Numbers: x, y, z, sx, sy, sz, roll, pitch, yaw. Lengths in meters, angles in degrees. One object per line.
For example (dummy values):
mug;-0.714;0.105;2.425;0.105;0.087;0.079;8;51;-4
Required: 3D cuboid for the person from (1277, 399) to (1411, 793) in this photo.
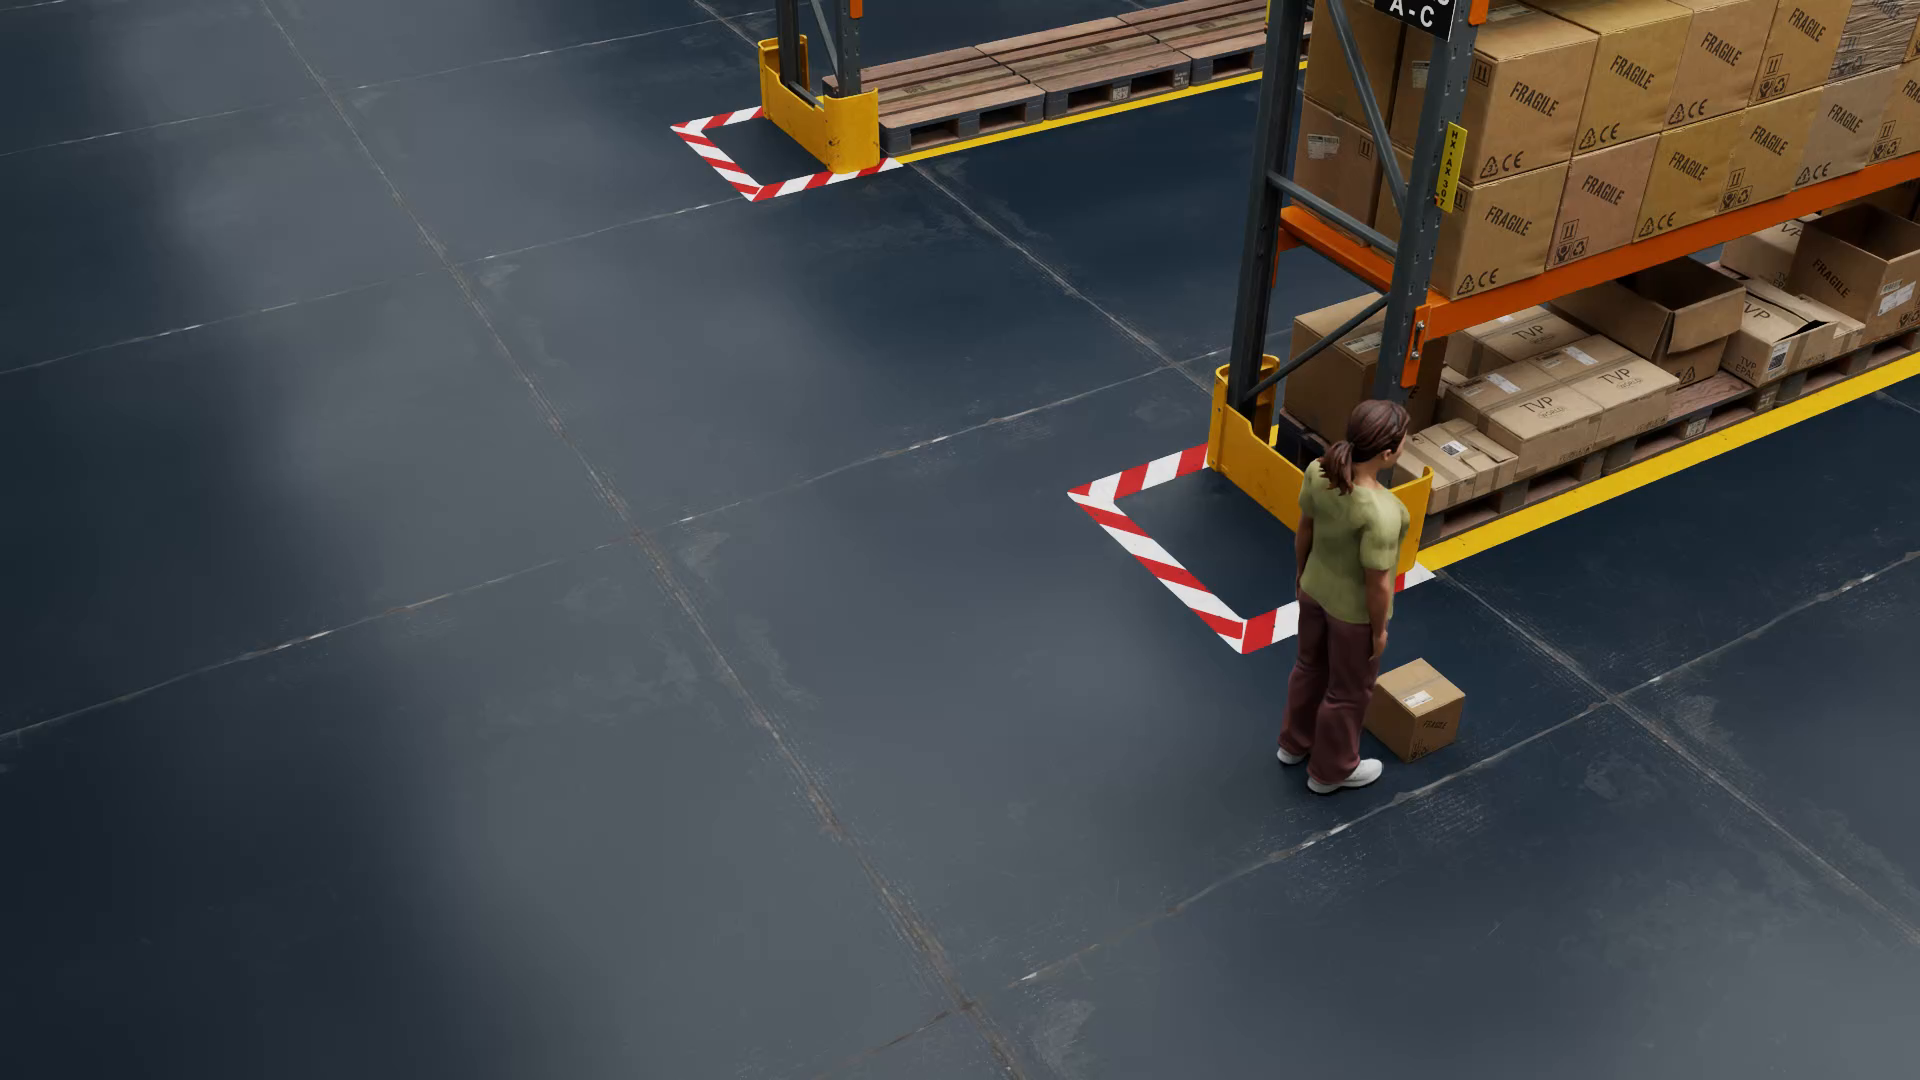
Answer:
person;1.365;0.226;5.837;0.434;1.697;0.453;-19;41;-23
